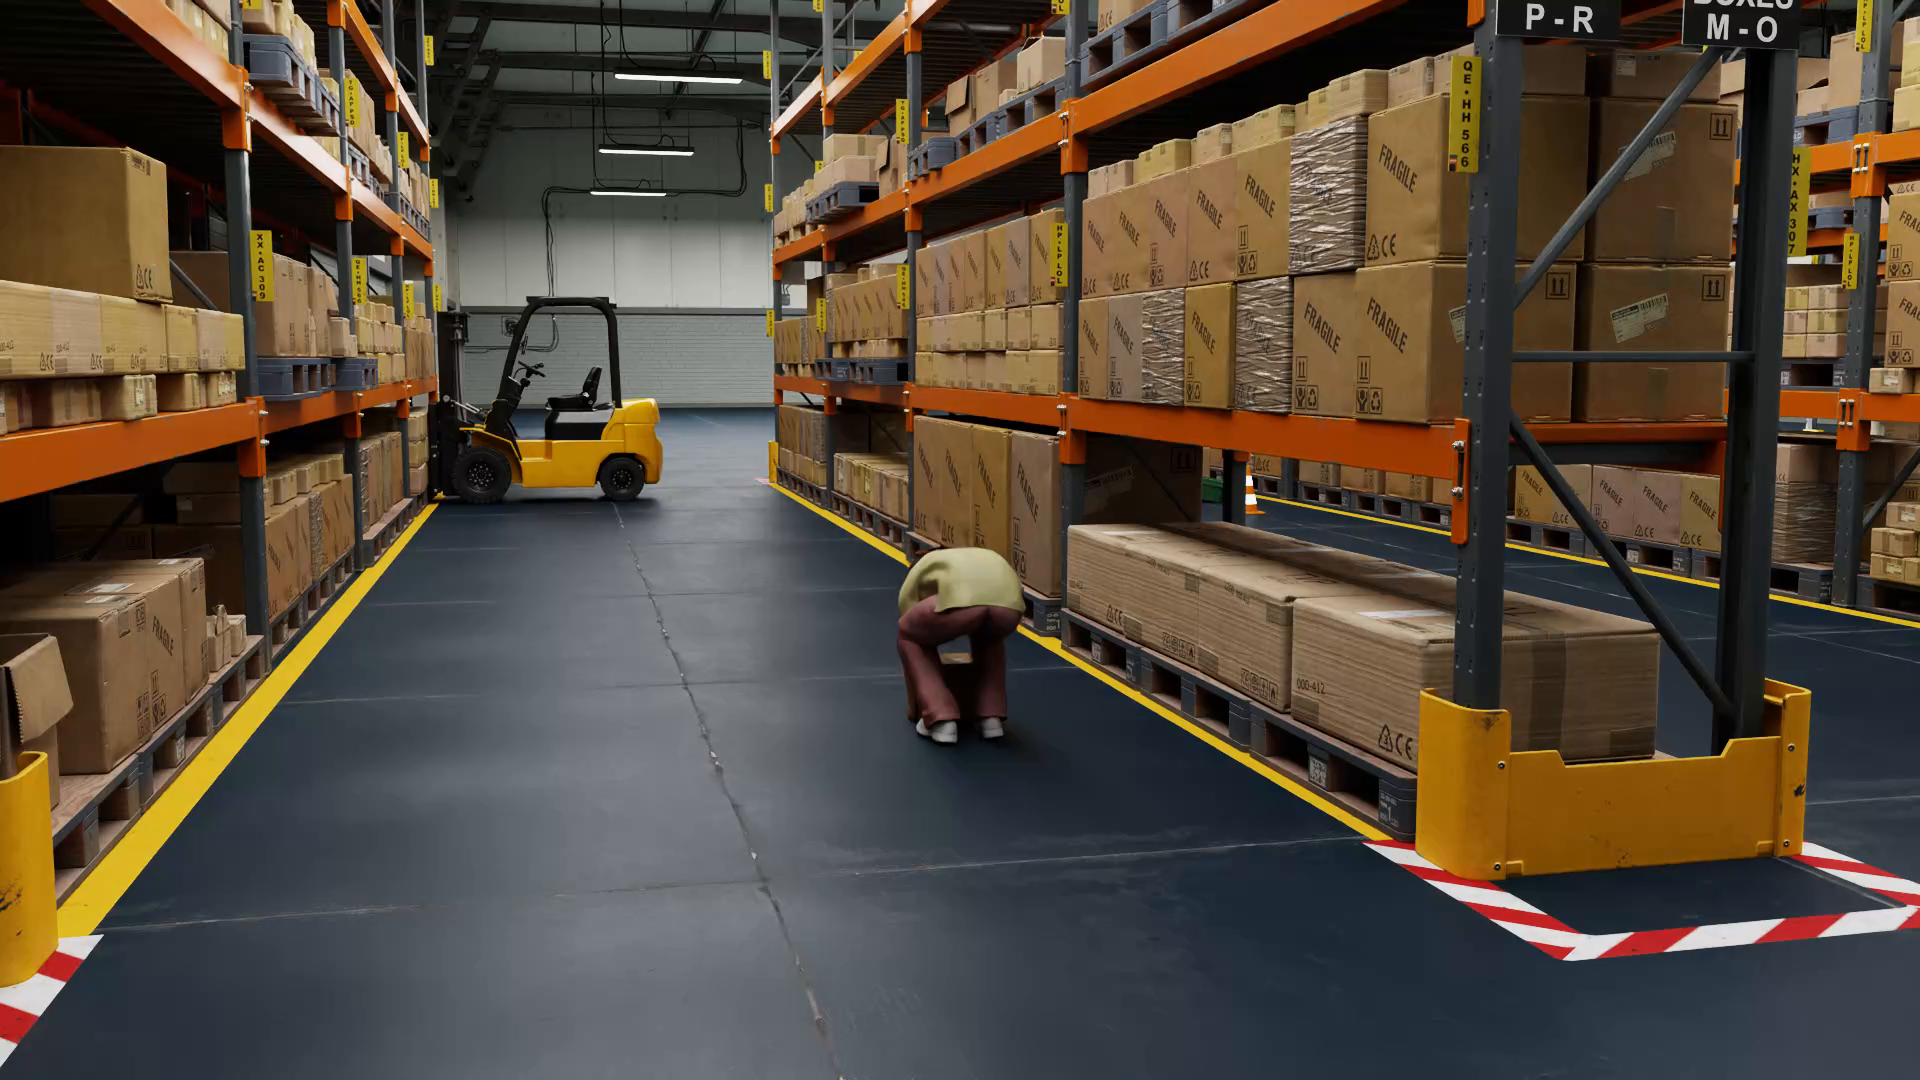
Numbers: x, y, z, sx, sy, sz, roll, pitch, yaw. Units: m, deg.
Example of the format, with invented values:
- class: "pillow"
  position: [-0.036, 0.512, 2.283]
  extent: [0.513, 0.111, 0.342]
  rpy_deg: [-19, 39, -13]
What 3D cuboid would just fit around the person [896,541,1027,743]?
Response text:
- class: "person"
  position: [-0.021, 0.404, 6.750]
  extent: [0.460, 0.773, 0.866]
  rpy_deg: [-2, 6, -16]
